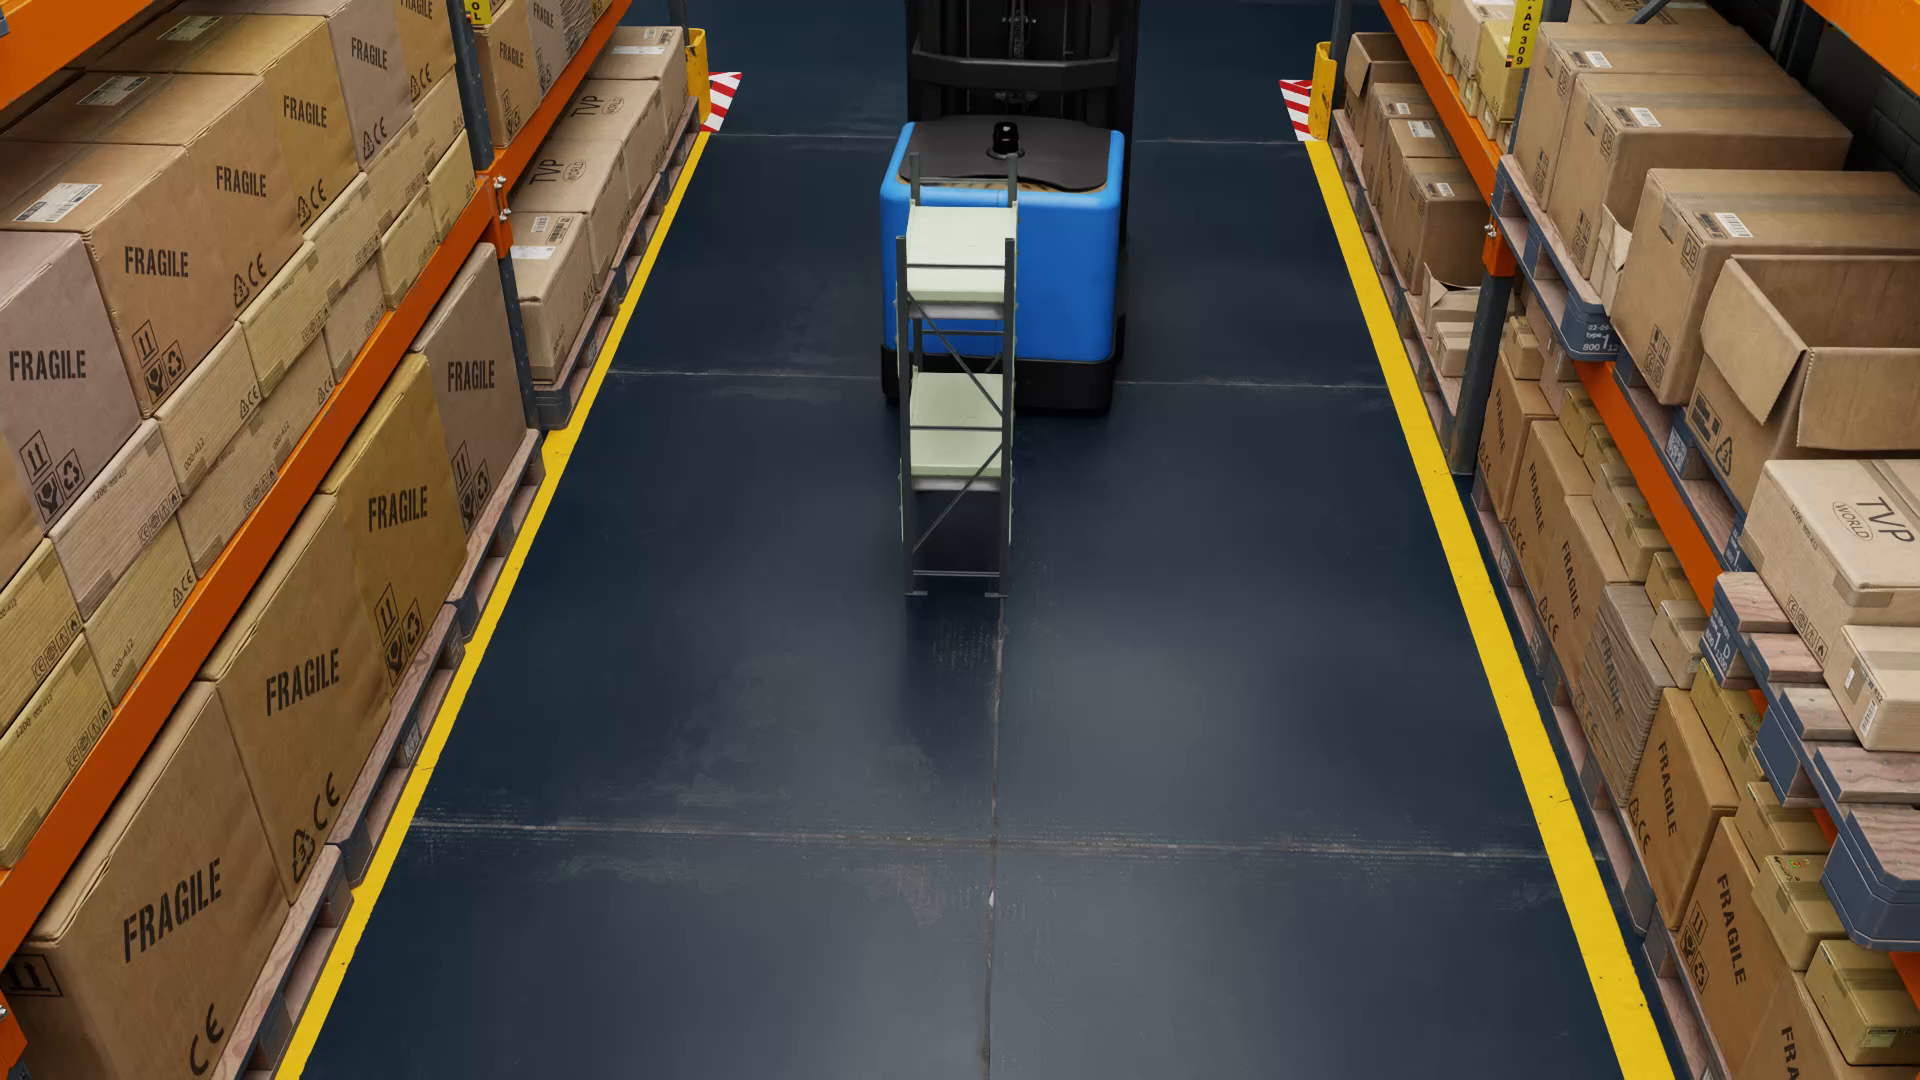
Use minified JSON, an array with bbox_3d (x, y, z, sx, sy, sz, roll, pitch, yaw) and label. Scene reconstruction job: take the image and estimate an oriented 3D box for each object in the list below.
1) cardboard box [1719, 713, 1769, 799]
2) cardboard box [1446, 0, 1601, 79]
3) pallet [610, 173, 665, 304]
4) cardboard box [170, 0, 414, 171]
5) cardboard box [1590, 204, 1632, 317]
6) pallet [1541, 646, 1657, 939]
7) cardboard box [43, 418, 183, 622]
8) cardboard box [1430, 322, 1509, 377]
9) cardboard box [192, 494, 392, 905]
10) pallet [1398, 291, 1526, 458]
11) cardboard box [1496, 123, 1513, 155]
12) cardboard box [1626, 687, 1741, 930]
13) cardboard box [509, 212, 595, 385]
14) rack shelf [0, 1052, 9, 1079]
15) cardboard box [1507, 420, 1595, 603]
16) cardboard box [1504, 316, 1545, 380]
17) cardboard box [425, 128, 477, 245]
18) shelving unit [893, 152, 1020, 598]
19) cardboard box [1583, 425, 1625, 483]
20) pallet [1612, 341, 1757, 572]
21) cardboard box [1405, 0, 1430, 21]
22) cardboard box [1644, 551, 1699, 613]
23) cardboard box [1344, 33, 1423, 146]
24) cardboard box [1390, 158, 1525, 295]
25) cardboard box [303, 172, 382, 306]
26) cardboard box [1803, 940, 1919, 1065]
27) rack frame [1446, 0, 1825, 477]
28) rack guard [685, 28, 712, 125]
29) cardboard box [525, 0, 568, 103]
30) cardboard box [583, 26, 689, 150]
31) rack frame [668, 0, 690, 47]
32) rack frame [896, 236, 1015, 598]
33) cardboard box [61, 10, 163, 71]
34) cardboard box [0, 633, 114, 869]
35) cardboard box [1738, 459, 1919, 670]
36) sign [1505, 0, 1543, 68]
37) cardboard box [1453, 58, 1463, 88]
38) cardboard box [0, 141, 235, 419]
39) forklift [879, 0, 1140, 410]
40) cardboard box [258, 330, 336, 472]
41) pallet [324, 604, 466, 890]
[{"bbox_3d":[2.309,0.612,4.515,0.380,0.149,0.250,2,35,3],"label":"cardboard box"},{"bbox_3d":[2.394,-2.170,7.101,0.500,0.250,0.500,1,35,2],"label":"cardboard box"},{"bbox_3d":[-2.193,-1.633,8.890,1.003,0.211,1.213,1,35,2],"label":"pallet"},{"bbox_3d":[-2.128,-1.526,5.356,0.500,0.500,0.500,2,35,3],"label":"cardboard box"},{"bbox_3d":[2.173,-0.851,5.104,0.396,0.266,0.258,3,35,4],"label":"cardboard box"},{"bbox_3d":[2.571,0.788,5.445,1.003,0.211,1.213,1,35,2],"label":"pallet"},{"bbox_3d":[-2.219,-0.064,3.927,0.500,0.250,0.500,2,35,3],"label":"cardboard box"},{"bbox_3d":[2.341,-0.856,7.473,0.380,0.149,0.250,0,35,0],"label":"cardboard box"},{"bbox_3d":[-2.357,0.452,4.981,0.875,0.875,0.875,2,35,2],"label":"cardboard box"},{"bbox_3d":[2.641,-0.777,7.673,1.003,0.211,1.213,1,35,2],"label":"pallet"},{"bbox_3d":[2.373,-1.610,6.651,0.380,0.149,0.250,2,35,3],"label":"cardboard box"},{"bbox_3d":[2.303,0.789,4.827,0.500,0.500,0.500,3,35,4],"label":"cardboard box"},{"bbox_3d":[-2.215,-1.118,7.595,0.875,0.438,0.875,1,35,1],"label":"cardboard box"},{"bbox_3d":[-2.589,2.105,1.771,1.077,0.370,4.000,1,35,2],"label":"rack shelf"},{"bbox_3d":[2.356,-0.094,6.084,0.500,0.500,0.500,1,35,1],"label":"cardboard box"},{"bbox_3d":[2.332,-0.738,6.436,0.380,0.149,0.250,3,35,4],"label":"cardboard box"},{"bbox_3d":[-2.114,-1.311,6.138,0.500,0.250,0.500,1,35,1],"label":"cardboard box"},{"bbox_3d":[0.000,-0.610,6.313,0.431,1.500,0.755,1,35,2],"label":"shelving unit"},{"bbox_3d":[2.402,-0.272,5.773,0.380,0.149,0.250,1,35,1],"label":"cardboard box"},{"bbox_3d":[2.525,-0.264,4.685,1.003,0.211,1.213,1,35,2],"label":"pallet"},{"bbox_3d":[2.394,-2.646,8.124,0.380,0.149,0.250,2,35,3],"label":"cardboard box"},{"bbox_3d":[2.360,0.169,5.145,0.380,0.149,0.250,1,35,2],"label":"cardboard box"},{"bbox_3d":[2.654,-2.623,9.679,0.797,0.503,0.637,0,35,0],"label":"cardboard box"},{"bbox_3d":[2.539,-1.535,8.134,0.700,0.500,0.500,0,35,0],"label":"cardboard box"},{"bbox_3d":[-2.150,-0.935,5.168,0.500,0.250,0.500,2,35,3],"label":"cardboard box"},{"bbox_3d":[2.218,1.070,3.863,0.380,0.149,0.250,0,35,0],"label":"cardboard box"},{"bbox_3d":[2.612,-1.524,6.309,1.000,3.000,0.127,1,35,2],"label":"rack frame"},{"bbox_3d":[-2.186,-2.925,10.478,1.175,0.500,0.348,1,35,2],"label":"rack guard"},{"bbox_3d":[-2.043,-2.230,7.227,0.500,0.500,0.500,2,35,2],"label":"cardboard box"},{"bbox_3d":[-2.113,-2.676,9.813,0.875,0.438,0.875,0,35,0],"label":"cardboard box"},{"bbox_3d":[-2.187,-3.934,9.739,1.000,3.000,0.127,1,35,2],"label":"rack frame"},{"bbox_3d":[-0.015,-0.399,6.014,0.400,1.500,0.023,1,35,2],"label":"rack frame"},{"bbox_3d":[-2.668,-1.259,4.976,0.500,0.500,0.500,1,35,1],"label":"cardboard box"},{"bbox_3d":[-2.237,0.448,3.634,0.500,0.250,0.500,1,35,1],"label":"cardboard box"},{"bbox_3d":[2.171,0.050,3.835,0.500,0.250,0.500,0,35,0],"label":"cardboard box"},{"bbox_3d":[2.070,-1.886,6.072,0.100,0.325,0.005,1,35,2],"label":"sign"},{"bbox_3d":[2.385,-2.060,7.291,0.380,0.149,0.250,2,35,3],"label":"cardboard box"},{"bbox_3d":[-2.198,-0.648,4.107,0.500,0.500,0.500,2,35,3],"label":"cardboard box"},{"bbox_3d":[0.318,-2.615,7.922,1.130,2.935,3.031,4,35,5],"label":"forklift"},{"bbox_3d":[-2.191,-0.432,4.887,0.500,0.250,0.500,1,35,2],"label":"cardboard box"},{"bbox_3d":[-2.349,0.653,5.638,1.003,0.211,1.213,1,35,2],"label":"pallet"}]
